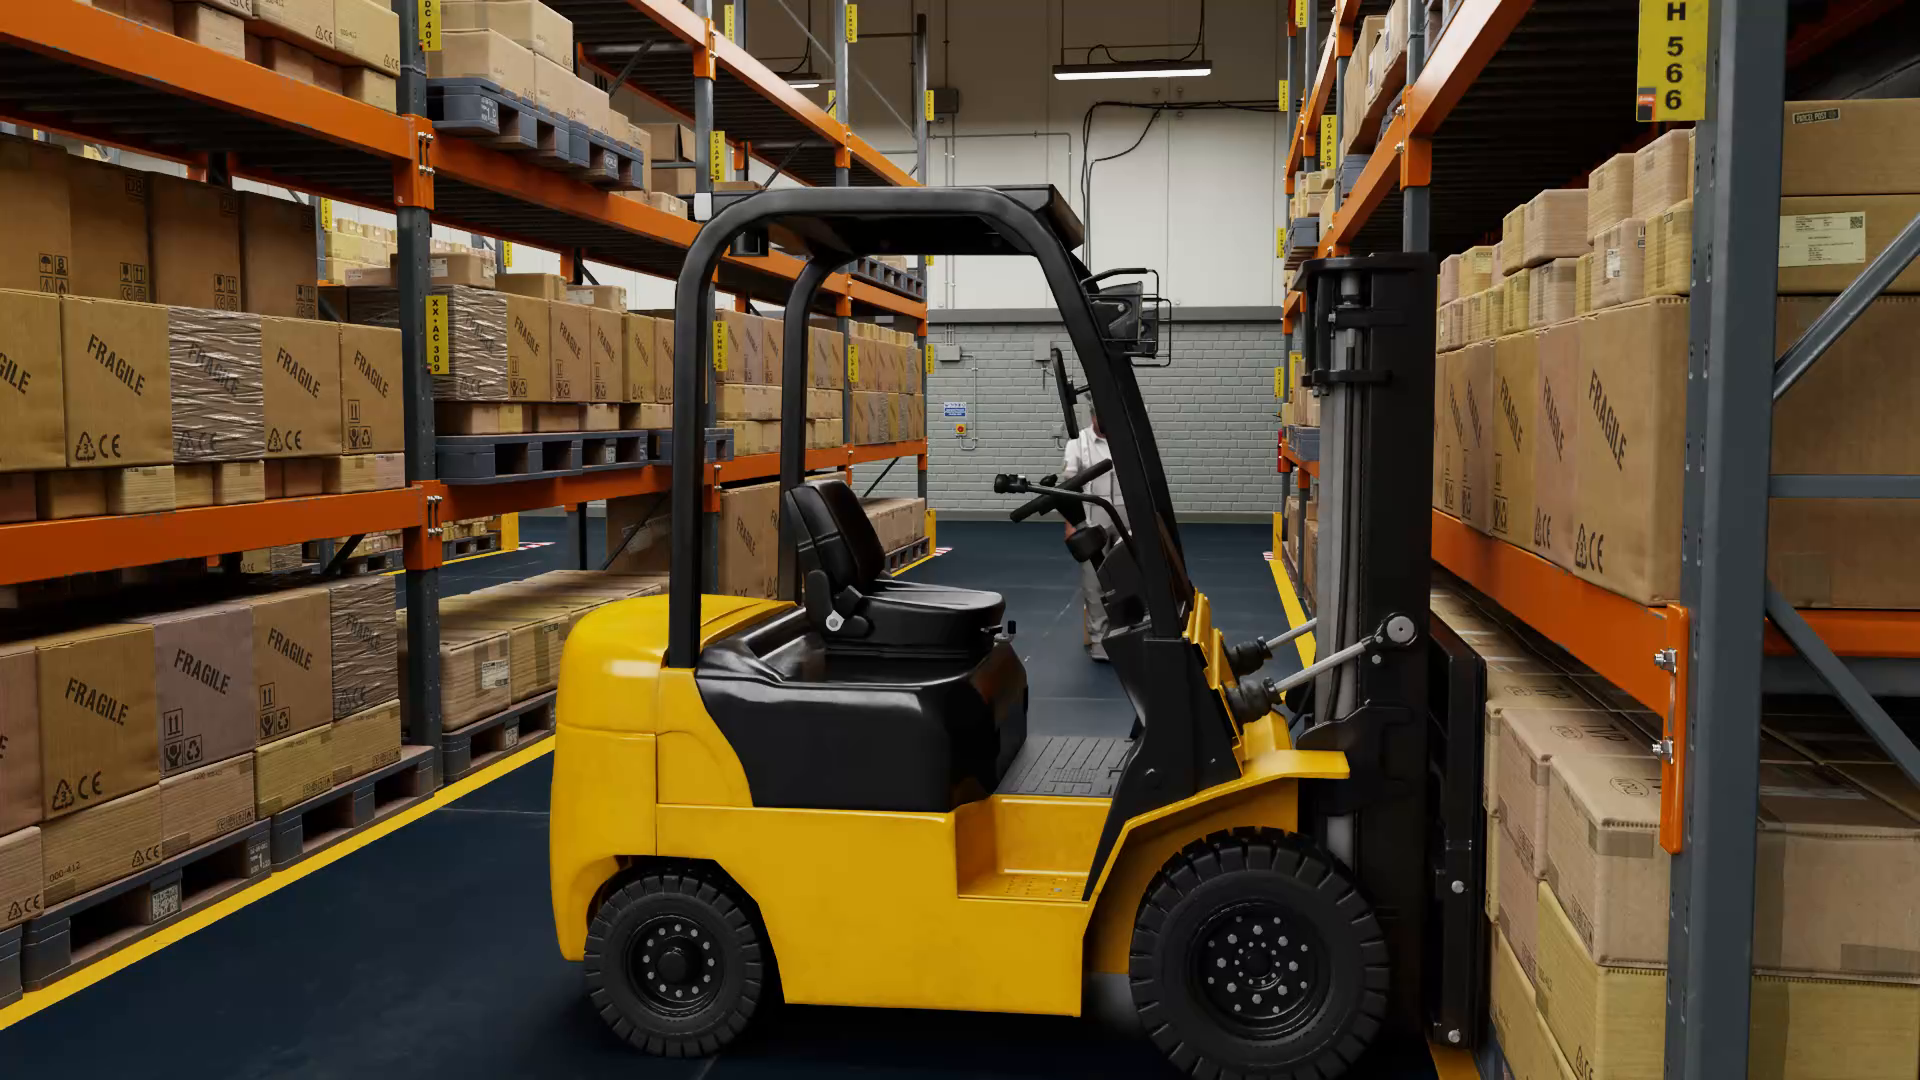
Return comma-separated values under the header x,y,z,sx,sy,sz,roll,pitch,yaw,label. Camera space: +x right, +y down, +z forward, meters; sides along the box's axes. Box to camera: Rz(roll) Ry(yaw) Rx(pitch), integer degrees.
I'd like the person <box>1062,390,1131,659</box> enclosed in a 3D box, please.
x,y,z,sx,sy,sz,roll,pitch,yaw,label
0.945,-0.109,10.777,0.580,1.750,0.500,0,4,-4,person
